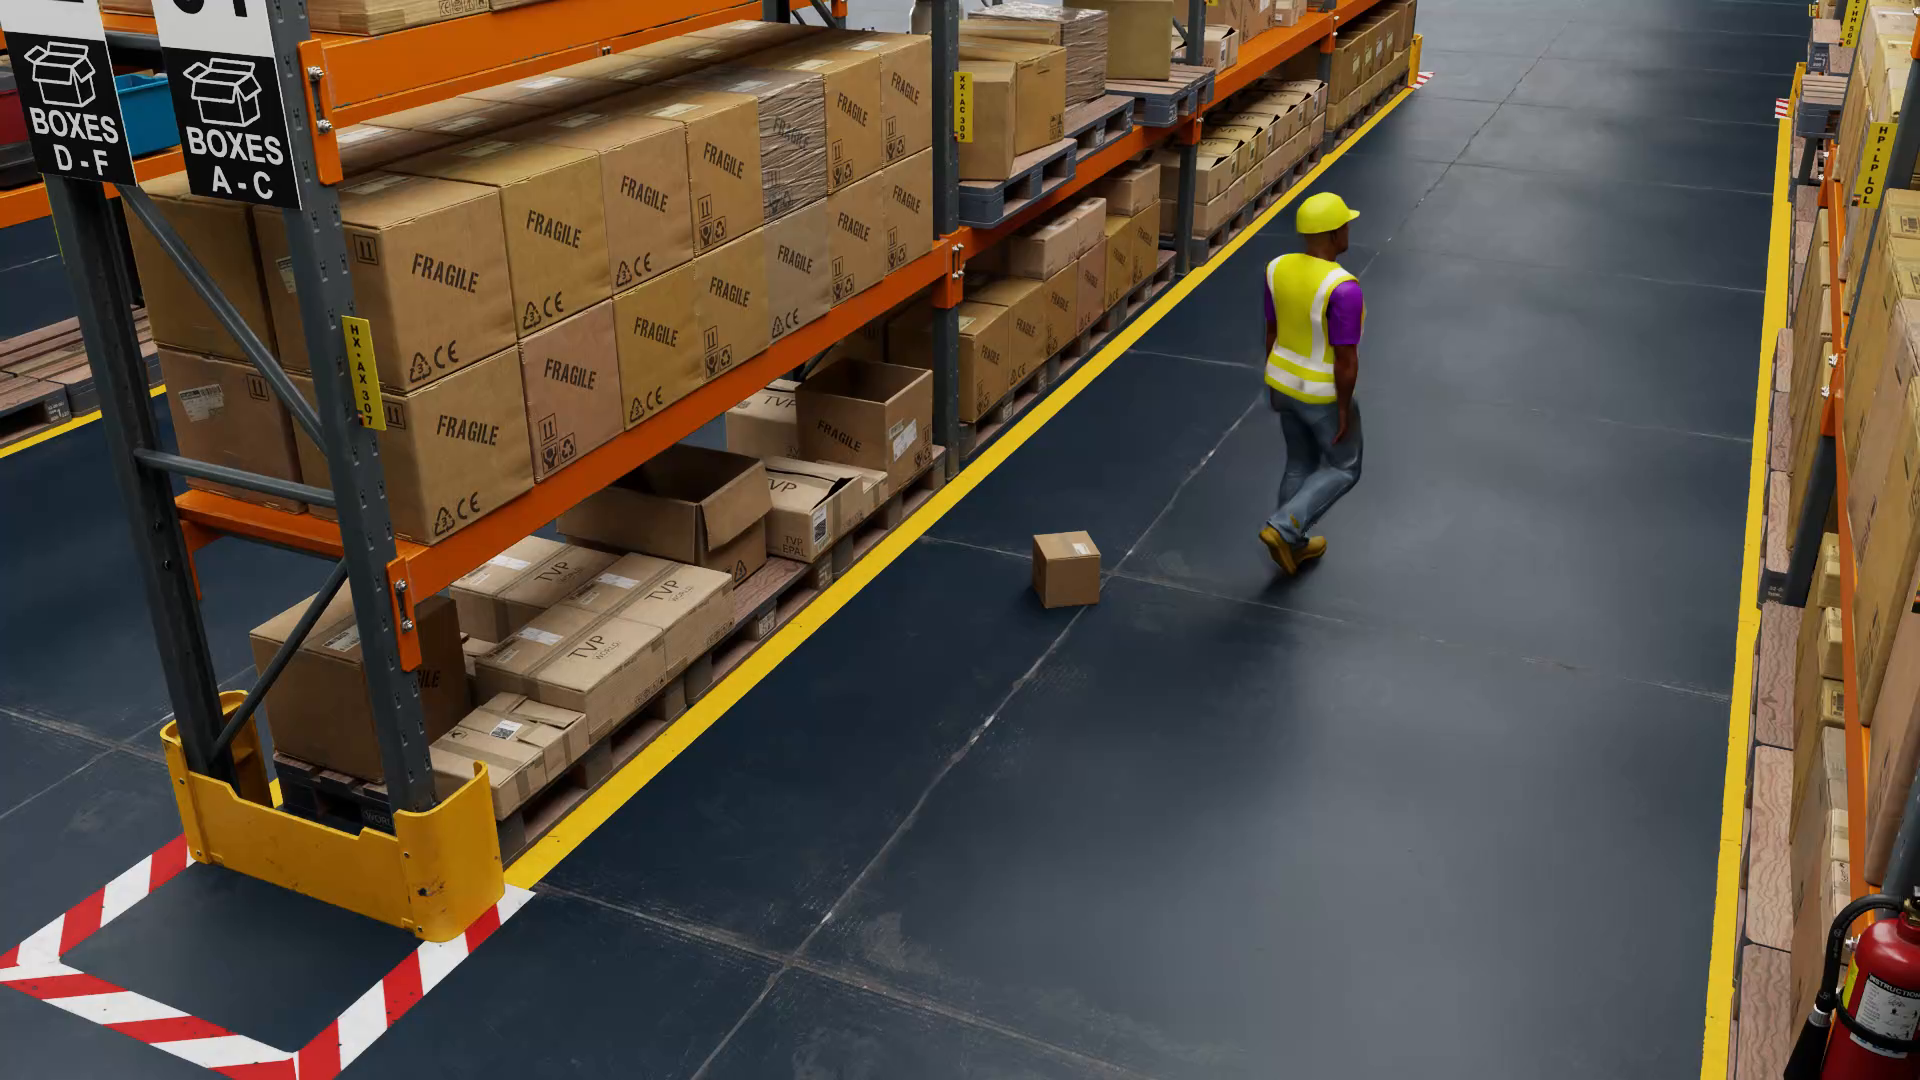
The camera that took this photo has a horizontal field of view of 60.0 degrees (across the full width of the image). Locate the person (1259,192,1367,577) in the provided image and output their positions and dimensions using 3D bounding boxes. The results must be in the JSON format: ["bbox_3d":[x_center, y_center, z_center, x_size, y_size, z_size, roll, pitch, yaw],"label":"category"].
[{"bbox_3d":[1.536,-0.667,7.402,0.550,1.755,0.564,-16,30,-29],"label":"person"}]
